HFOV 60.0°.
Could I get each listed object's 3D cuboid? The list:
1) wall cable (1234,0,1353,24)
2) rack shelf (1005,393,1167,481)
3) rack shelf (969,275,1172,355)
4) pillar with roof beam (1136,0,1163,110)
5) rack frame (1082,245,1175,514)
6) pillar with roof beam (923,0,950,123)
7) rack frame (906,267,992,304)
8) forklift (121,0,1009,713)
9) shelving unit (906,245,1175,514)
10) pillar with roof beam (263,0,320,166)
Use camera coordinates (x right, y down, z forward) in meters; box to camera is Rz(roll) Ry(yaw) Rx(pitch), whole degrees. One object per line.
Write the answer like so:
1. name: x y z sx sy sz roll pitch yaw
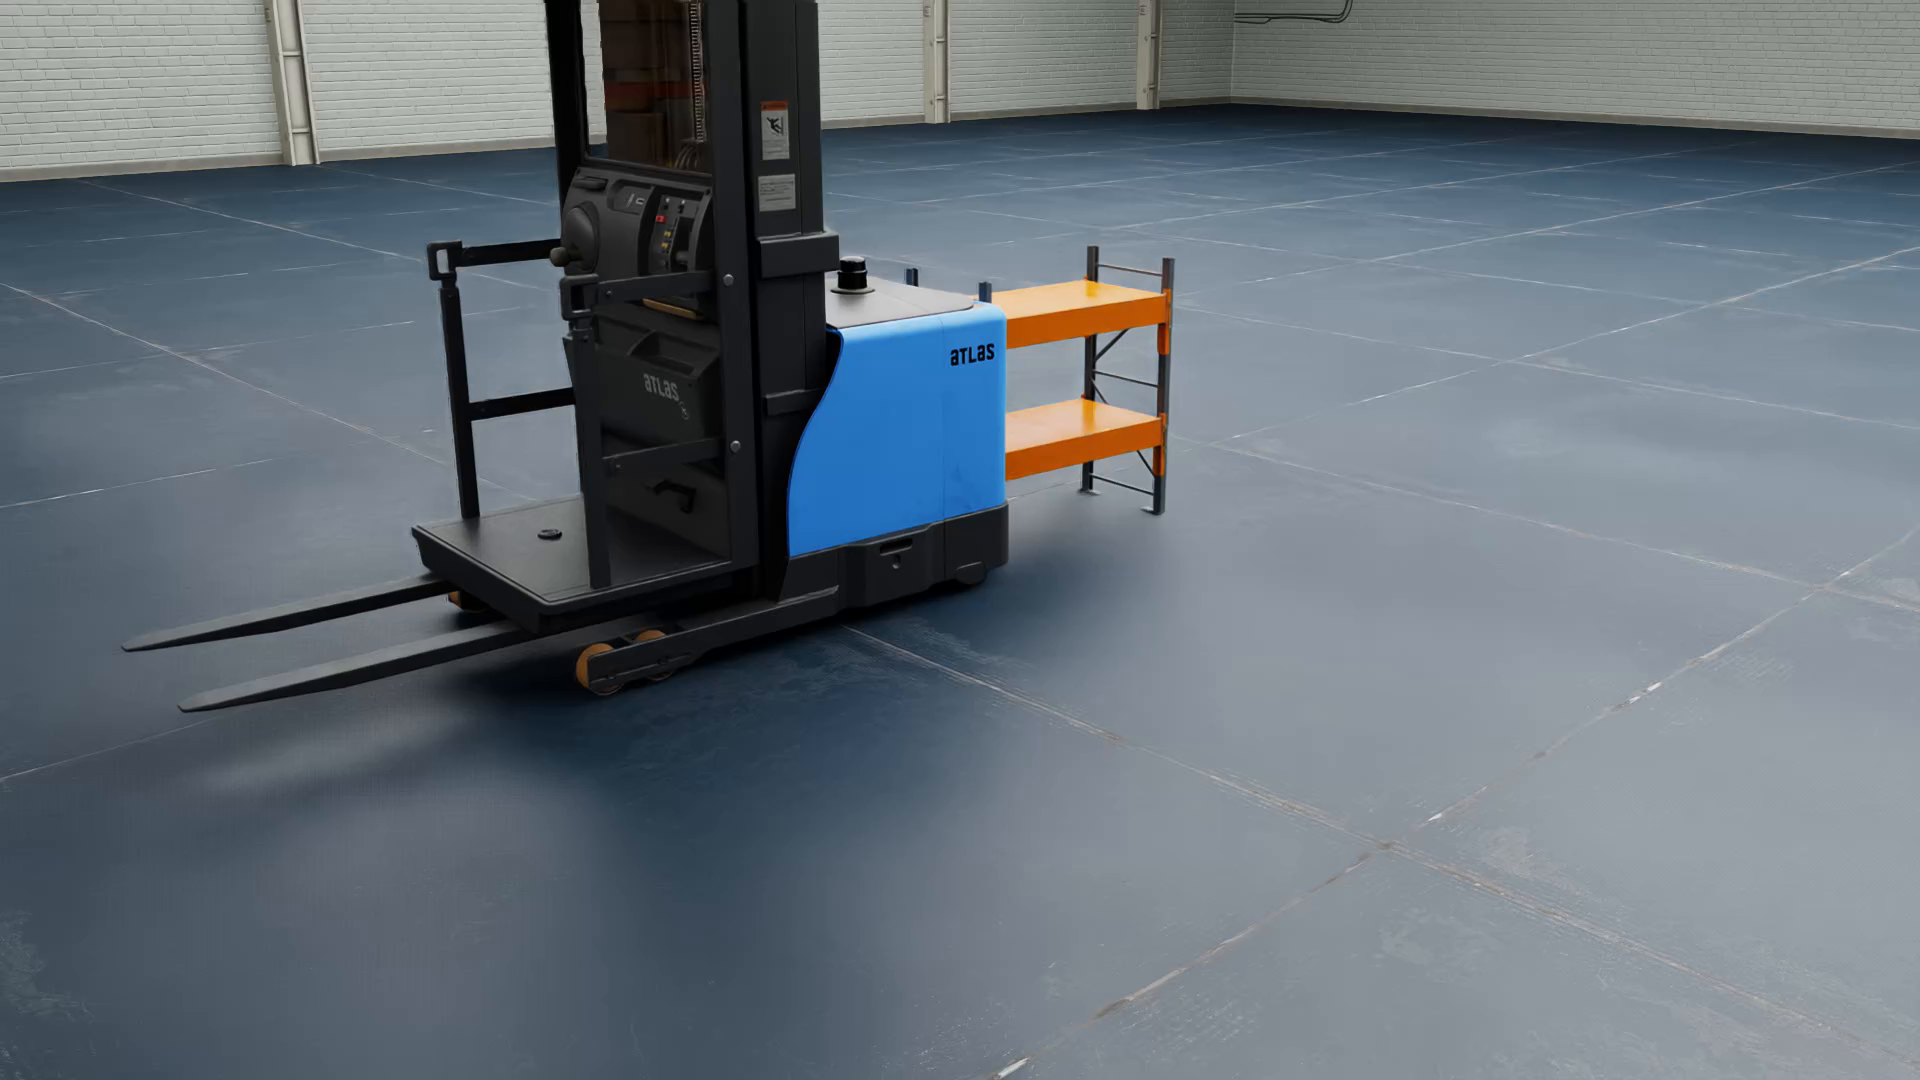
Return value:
1. wall cable: 6.982 -12.172 34.971 0.112 2.526 3.097 -16 24 -41
2. rack shelf: 0.343 -0.377 7.117 1.000 0.278 0.538 -14 23 -37
3. rack shelf: 0.343 -0.888 6.952 1.000 0.278 0.538 -14 23 -37
4. pillar with roof beam: 6.891 -12.356 30.505 0.400 9.000 9.100 -16 24 -41
5. rack frame: 0.735 -0.710 7.351 0.032 1.125 0.500 -14 23 -37
6. pillar with roof beam: 2.531 -11.085 26.583 0.400 9.000 9.100 -16 24 -41
7. rack frame: -0.048 -0.510 6.733 0.032 1.125 0.500 -14 23 -37
8. forklift: -1.268 -1.070 5.532 3.031 2.935 1.130 -14 23 -37
9. shelving unit: 0.343 -0.610 7.042 1.048 1.125 0.538 -14 23 -37
10. pillar with roof beam: -6.188 -8.542 18.741 0.400 9.000 9.100 -16 24 -41
